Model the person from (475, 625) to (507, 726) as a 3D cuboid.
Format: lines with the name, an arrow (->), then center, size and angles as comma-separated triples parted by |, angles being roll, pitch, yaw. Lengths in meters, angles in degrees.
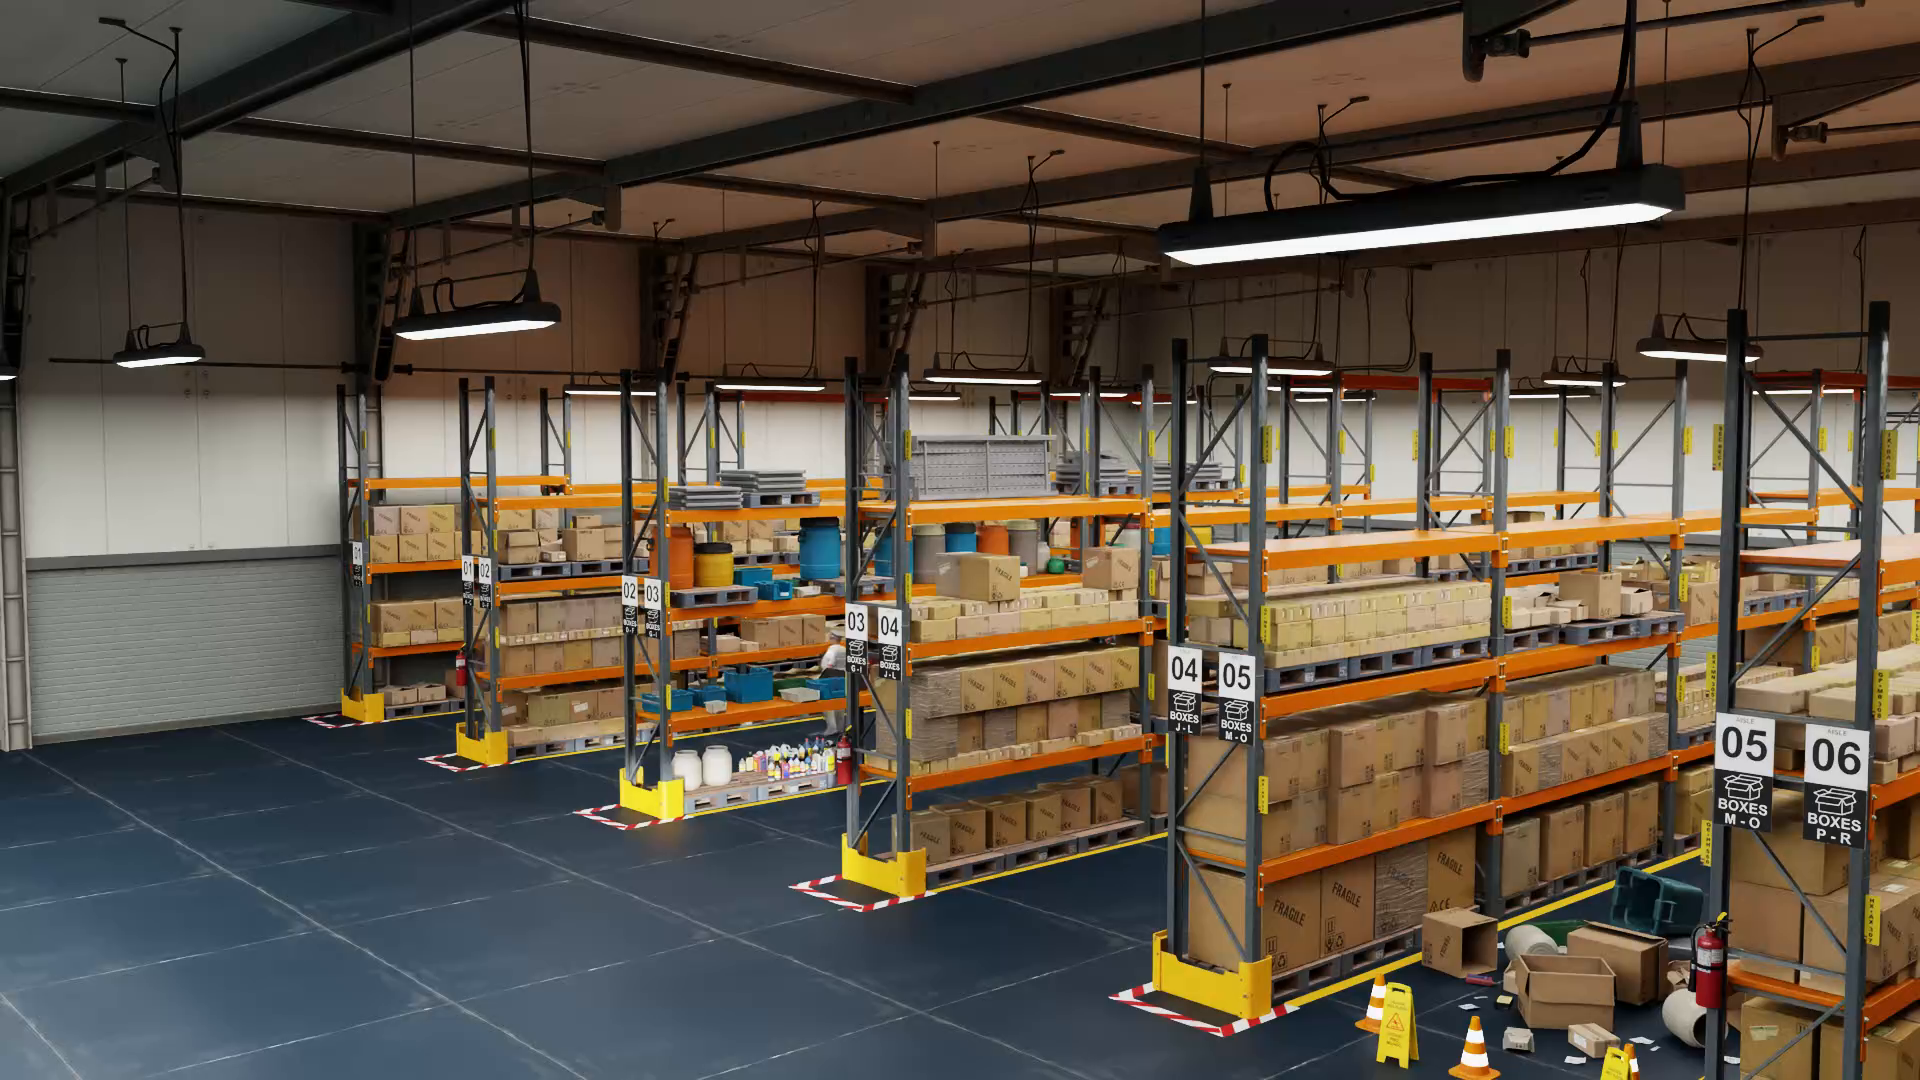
person -> -8.216, 2.380, 29.110 | 0.493, 1.806, 0.648 | 3, 5, 35

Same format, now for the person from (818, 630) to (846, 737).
person -> -2.149, 2.439, 28.319 | 0.396, 1.816, 0.581 | 2, 4, 32
